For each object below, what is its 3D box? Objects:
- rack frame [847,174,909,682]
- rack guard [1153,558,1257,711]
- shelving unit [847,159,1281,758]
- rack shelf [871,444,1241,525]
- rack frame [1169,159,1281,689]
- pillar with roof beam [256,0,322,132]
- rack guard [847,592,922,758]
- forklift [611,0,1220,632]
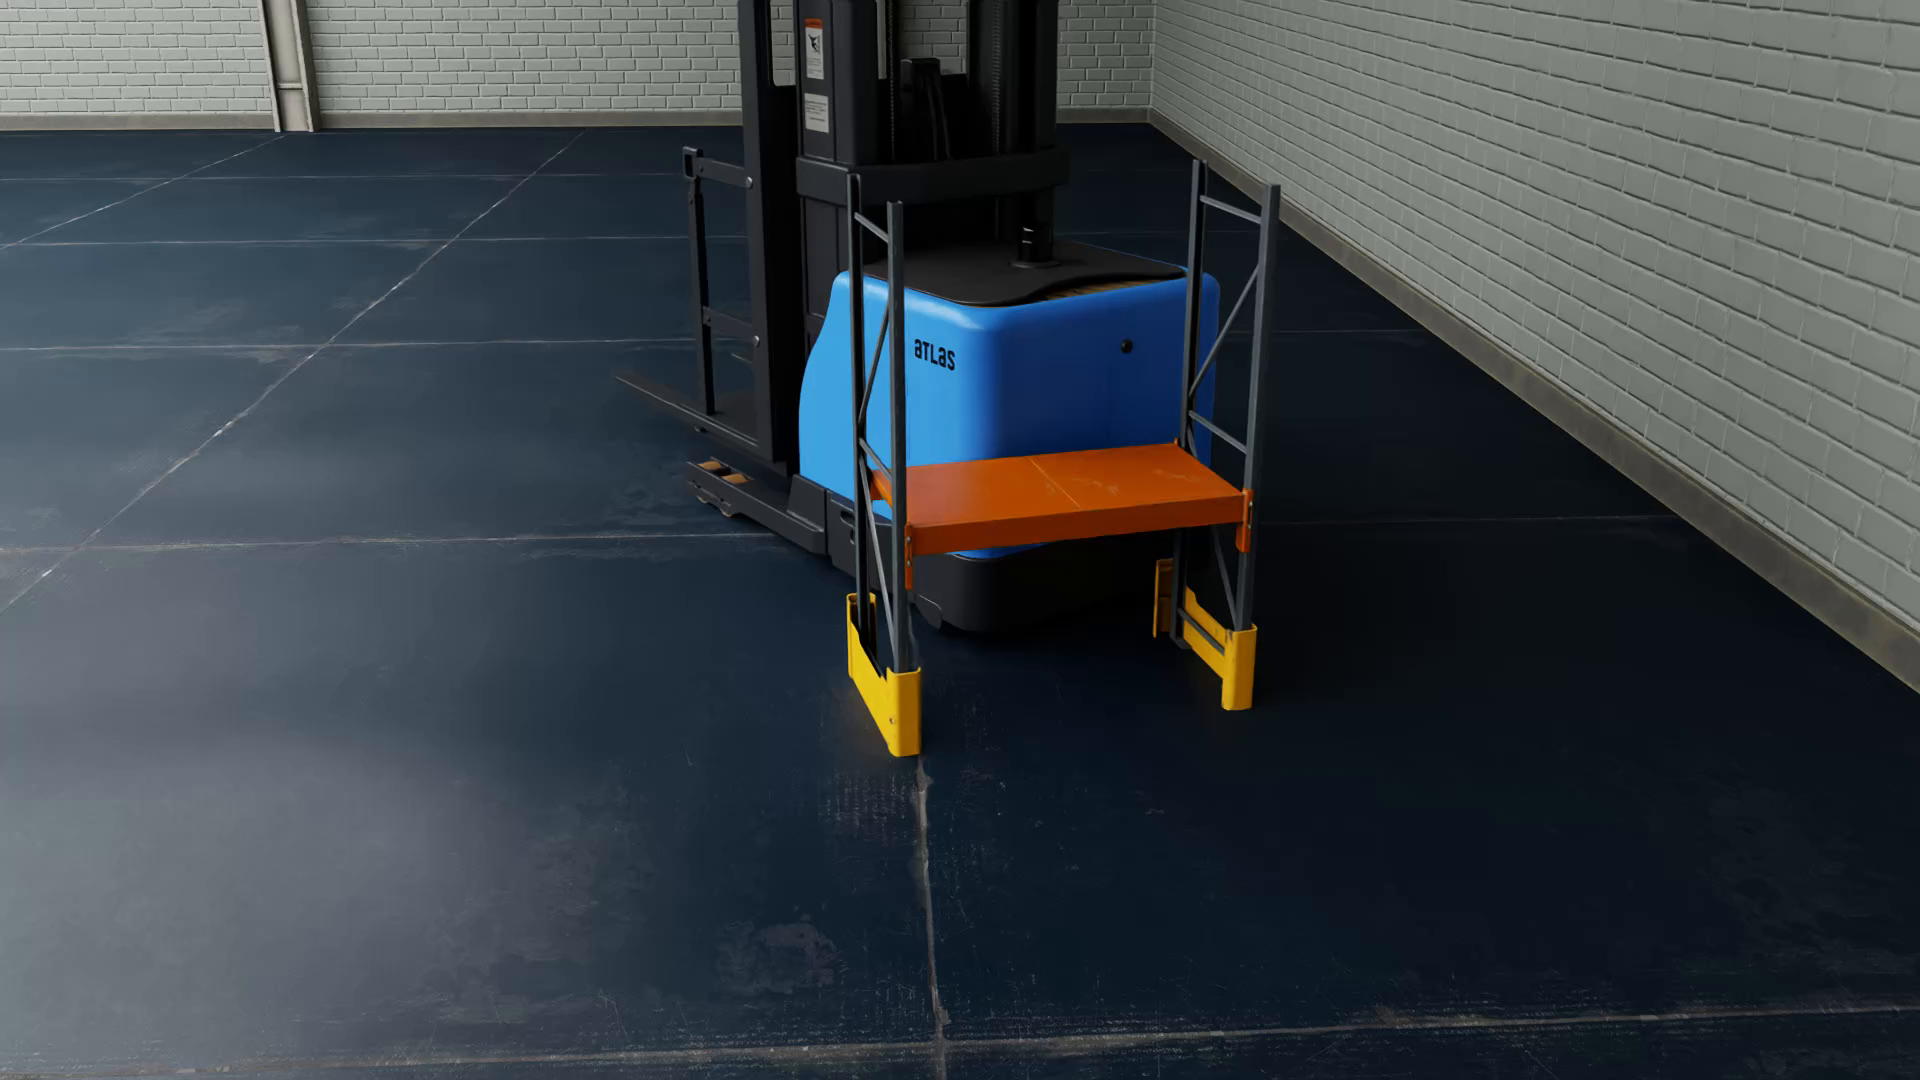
[{"bbox_3d":[-0.223,-0.207,4.557,0.032,1.500,0.500,-6,22,-15],"label":"rack frame"},{"bbox_3d":[0.734,0.277,5.041,0.087,0.250,0.587,-6,22,-15],"label":"rack guard"},{"bbox_3d":[0.256,-0.257,4.687,1.083,1.500,0.587,-6,22,-15],"label":"shelving unit"},{"bbox_3d":[0.265,-0.153,4.730,0.952,0.026,0.459,-6,22,-15],"label":"rack shelf"},{"bbox_3d":[0.753,-0.309,4.823,0.032,1.500,0.500,-6,22,-15],"label":"rack frame"},{"bbox_3d":[-6.662,-6.963,11.761,0.400,9.000,9.100,-1,21,-3],"label":"pillar with roof beam"},{"bbox_3d":[-0.222,0.376,4.780,0.087,0.250,0.587,-6,22,-15],"label":"rack guard"},{"bbox_3d":[-15.062,-2.997,9.875,20.096,2.935,26.805,-14,25,-33],"label":"forklift"}]
